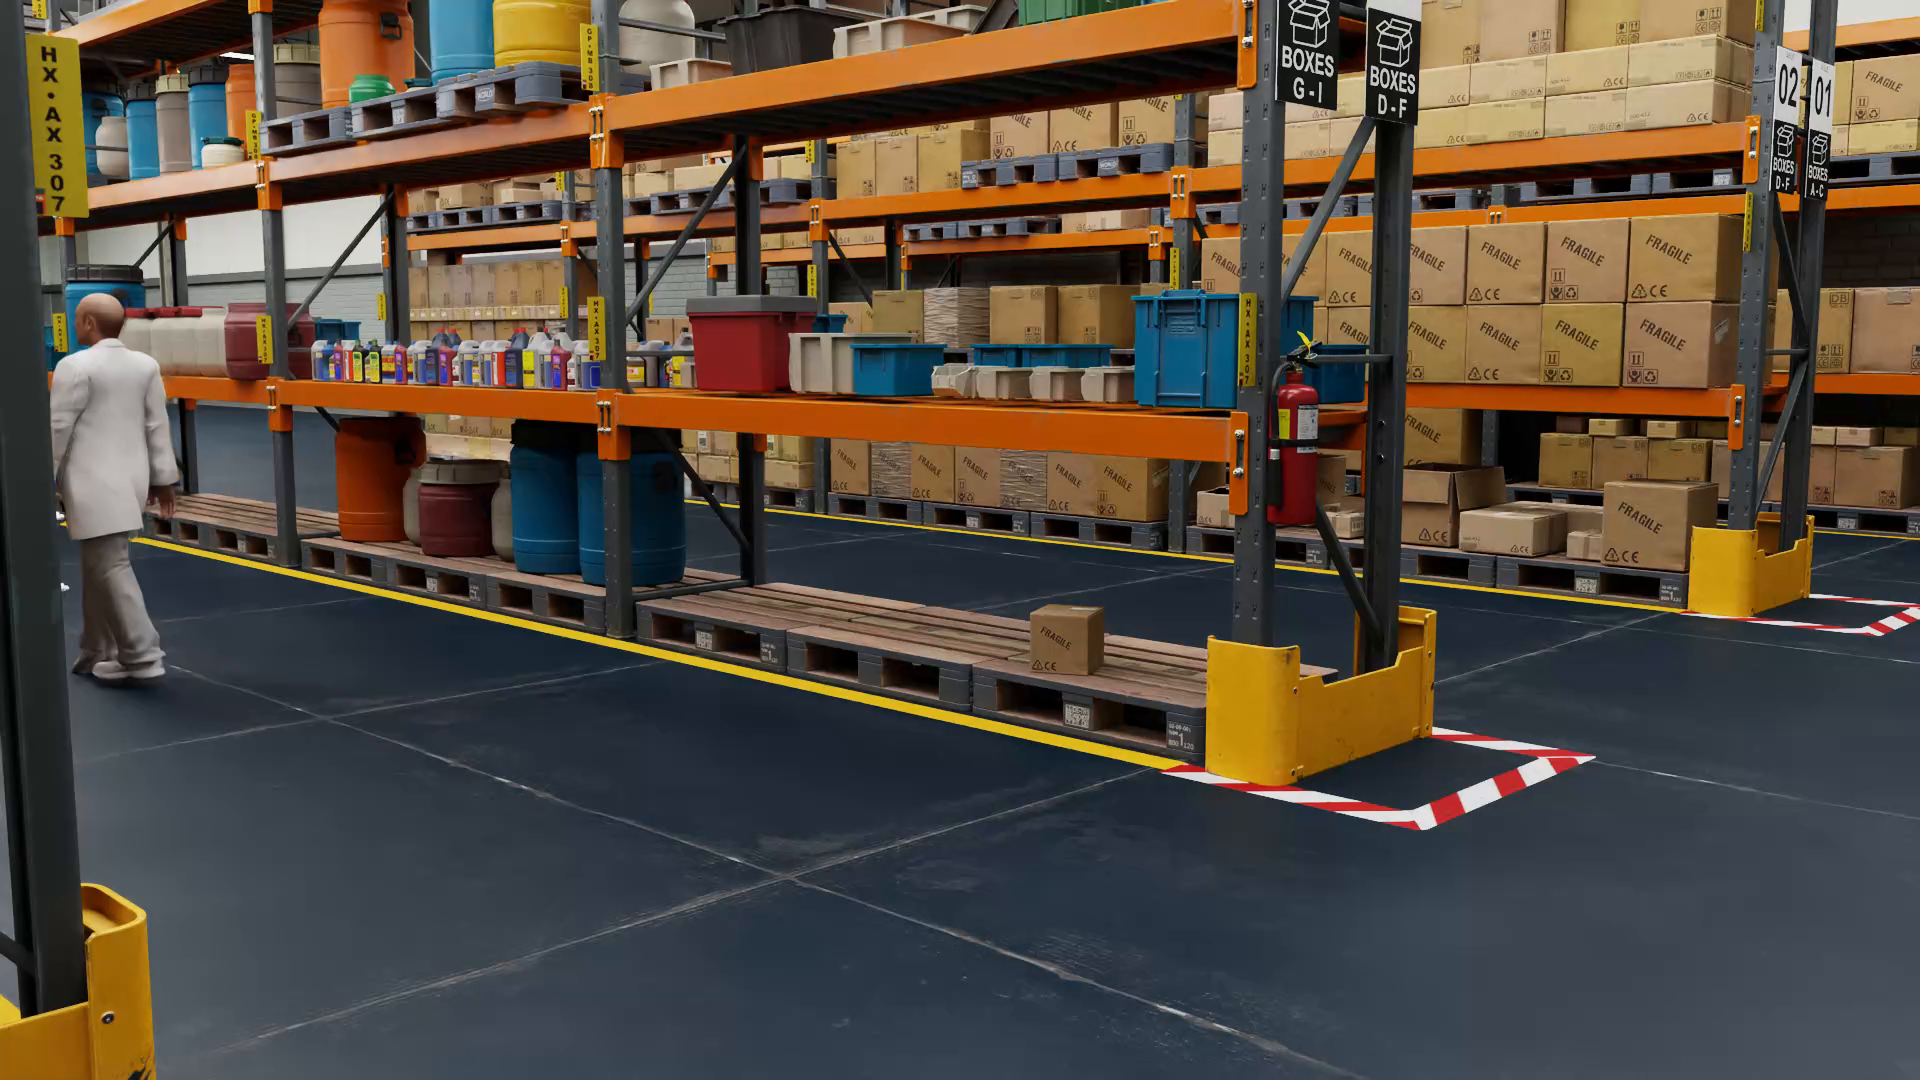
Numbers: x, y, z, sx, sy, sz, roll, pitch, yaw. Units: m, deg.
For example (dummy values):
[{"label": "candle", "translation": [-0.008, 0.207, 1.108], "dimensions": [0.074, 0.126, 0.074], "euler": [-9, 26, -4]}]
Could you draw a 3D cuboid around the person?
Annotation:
[{"label": "person", "translation": [-3.973, -0.208, 7.673], "dimensions": [0.719, 1.844, 0.609], "euler": [2, 7, 15]}]
